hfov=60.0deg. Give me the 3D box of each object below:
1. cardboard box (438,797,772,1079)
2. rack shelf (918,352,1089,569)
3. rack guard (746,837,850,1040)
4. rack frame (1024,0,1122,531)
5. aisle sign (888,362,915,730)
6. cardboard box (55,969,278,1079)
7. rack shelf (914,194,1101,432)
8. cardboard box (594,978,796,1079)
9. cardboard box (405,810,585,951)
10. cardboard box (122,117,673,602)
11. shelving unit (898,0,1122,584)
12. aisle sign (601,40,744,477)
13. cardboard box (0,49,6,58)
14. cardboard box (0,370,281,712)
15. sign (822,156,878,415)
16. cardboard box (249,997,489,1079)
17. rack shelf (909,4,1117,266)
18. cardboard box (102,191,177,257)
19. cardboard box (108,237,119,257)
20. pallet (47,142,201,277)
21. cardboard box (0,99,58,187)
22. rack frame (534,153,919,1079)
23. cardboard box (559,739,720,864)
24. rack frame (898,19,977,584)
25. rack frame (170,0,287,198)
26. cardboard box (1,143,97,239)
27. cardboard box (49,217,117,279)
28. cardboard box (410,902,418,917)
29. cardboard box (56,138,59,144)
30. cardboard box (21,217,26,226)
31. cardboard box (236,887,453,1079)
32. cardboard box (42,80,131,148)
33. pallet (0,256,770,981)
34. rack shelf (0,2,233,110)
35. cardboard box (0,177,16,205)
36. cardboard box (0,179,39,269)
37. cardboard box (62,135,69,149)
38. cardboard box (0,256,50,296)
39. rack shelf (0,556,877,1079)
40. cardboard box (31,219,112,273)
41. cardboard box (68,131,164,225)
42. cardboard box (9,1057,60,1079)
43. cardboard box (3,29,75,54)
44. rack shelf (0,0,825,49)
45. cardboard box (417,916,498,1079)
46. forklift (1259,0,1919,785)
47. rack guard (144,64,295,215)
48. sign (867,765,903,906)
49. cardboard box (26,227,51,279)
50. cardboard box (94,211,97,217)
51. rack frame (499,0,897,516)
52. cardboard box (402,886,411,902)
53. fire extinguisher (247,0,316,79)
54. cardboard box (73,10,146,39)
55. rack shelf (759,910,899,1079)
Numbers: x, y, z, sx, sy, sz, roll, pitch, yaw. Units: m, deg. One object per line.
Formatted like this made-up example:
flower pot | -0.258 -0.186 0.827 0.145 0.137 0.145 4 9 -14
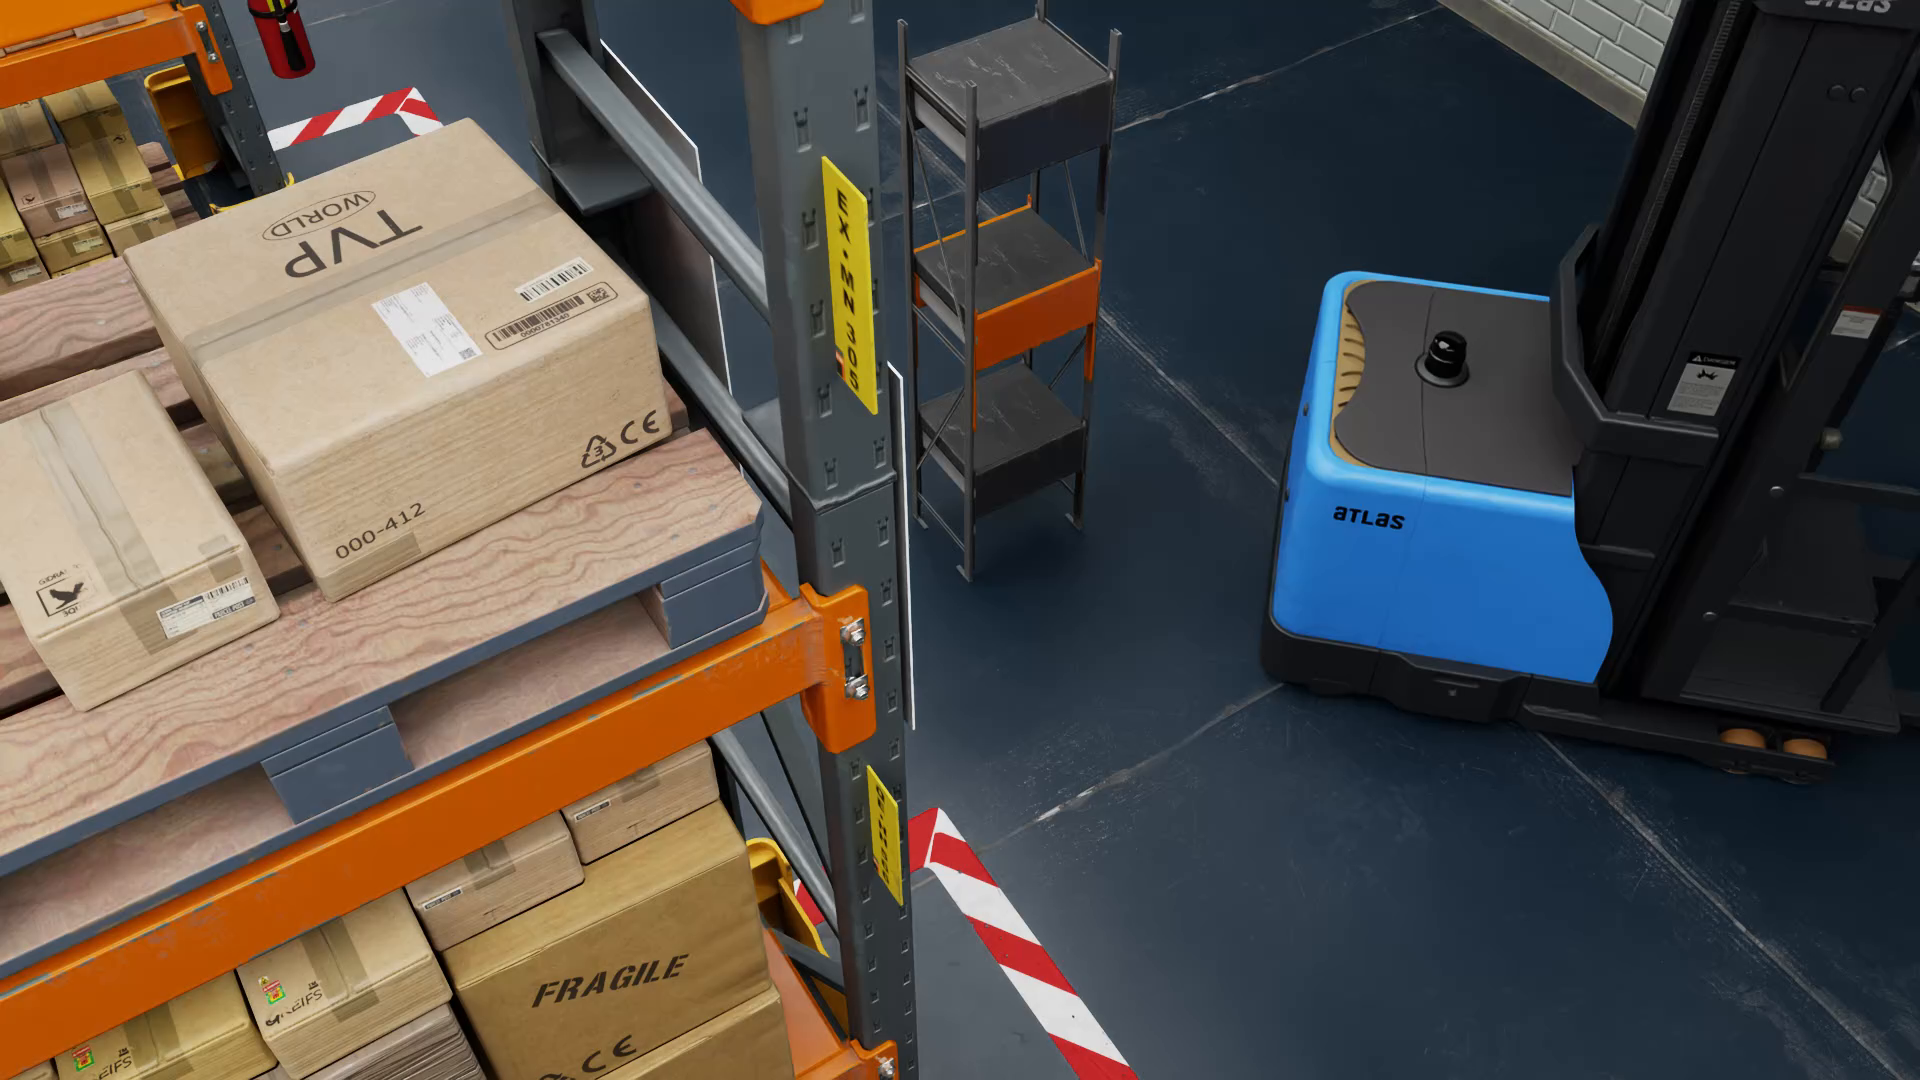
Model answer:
cardboard box | -0.688 0.601 2.969 0.500 0.500 0.500 -24 52 -20
rack shelf | 0.140 -0.290 6.058 0.480 0.518 0.431 -25 53 -21
rack guard | -0.387 1.446 4.627 0.348 0.500 1.175 -25 53 -21
rack frame | 0.346 -0.861 5.611 0.015 2.100 0.400 -25 53 -21
aisle sign | -0.181 -0.073 2.565 0.004 0.787 0.394 -25 53 -21
cardboard box | -1.214 0.659 2.483 0.250 0.149 0.380 -24 53 -20
rack shelf | 0.140 -0.755 5.535 0.480 0.518 0.431 -25 53 -21
cardboard box | -0.674 0.951 3.328 0.500 0.500 0.500 -25 53 -21
cardboard box | -0.806 0.429 2.688 0.250 0.149 0.380 -24 53 -20
cardboard box | -0.740 -0.260 2.216 0.500 0.250 0.500 -30 55 -24
shelving unit | 0.140 -0.764 5.525 0.503 2.100 0.431 -25 53 -21
aisle sign | -0.501 -0.452 2.903 0.004 0.787 0.394 -25 53 -21
cardboard box | -3.694 -1.885 6.088 0.250 0.149 0.380 -26 53 -21
cardboard box | -1.052 -0.008 2.060 0.250 0.149 0.380 -29 54 -23
sign | -0.130 -0.293 1.954 0.005 0.325 0.100 -25 53 -21
cardboard box | -1.115 0.828 2.767 0.500 0.500 0.500 -25 53 -21
rack shelf | 0.140 -1.221 5.012 0.480 0.518 0.431 -25 53 -21
cardboard box | -3.428 -1.361 6.882 0.250 0.149 0.380 -27 53 -22
cardboard box | -3.468 -1.312 7.037 0.250 0.149 0.380 -24 53 -20
pallet | -3.904 -1.202 7.179 1.213 0.211 1.003 -25 53 -21
cardboard box | -3.928 -1.671 6.959 0.250 0.149 0.380 -24 53 -20
rack frame | -0.407 0.625 3.685 0.127 3.000 1.000 -25 53 -21
cardboard box | -0.604 0.313 2.792 0.250 0.149 0.380 -25 53 -20
rack frame | -0.066 -0.667 5.438 0.015 2.100 0.400 -25 53 -21
rack frame | -3.134 -2.461 6.433 0.127 3.000 1.000 -25 53 -21
cardboard box | -3.690 -1.416 6.732 0.250 0.149 0.380 -24 53 -20
cardboard box | -3.632 -1.145 6.889 0.250 0.149 0.380 -24 52 -20
cardboard box | -1.380 0.821 3.444 0.500 0.500 0.500 -26 53 -21
cardboard box | -3.976 -1.632 7.123 0.250 0.149 0.380 -25 53 -21
cardboard box | -4.132 -1.387 7.104 0.250 0.149 0.380 -25 53 -20
cardboard box | -0.979 0.585 2.550 0.250 0.149 0.380 -26 53 -21
cardboard box | -3.759 -1.857 7.124 0.250 0.149 0.380 -27 54 -22
pallet | -1.029 -0.041 2.329 1.213 0.211 1.003 -25 53 -21
rack shelf | -4.826 -1.425 5.992 4.000 0.370 1.077 -25 53 -21
cardboard box | -4.136 -1.478 6.987 0.250 0.149 0.380 -25 53 -20
cardboard box | -3.841 -1.233 6.568 0.250 0.149 0.380 -26 53 -22
cardboard box | -3.714 -1.705 7.189 0.250 0.149 0.380 -23 52 -19
cardboard box | -3.867 -1.153 6.697 0.250 0.149 0.380 -27 54 -22
rack shelf | -2.099 0.663 2.124 4.000 0.370 1.077 -25 53 -21
cardboard box | -3.678 -1.291 6.820 0.250 0.149 0.380 -26 53 -22
cardboard box | -3.447 -1.480 6.789 0.250 0.149 0.380 -25 53 -20
cardboard box | -1.473 0.719 2.430 0.250 0.149 0.380 -26 53 -21
cardboard box | -3.490 -1.994 6.185 0.250 0.149 0.380 -25 53 -21
rack shelf | -2.099 -0.201 1.153 4.000 0.370 1.077 -25 53 -21
cardboard box | -1.107 1.141 3.158 0.500 0.500 0.500 -26 53 -22
forklift | 2.613 -0.600 4.822 3.031 2.935 1.130 9 49 8
rack guard | -3.198 -1.600 7.340 0.348 0.500 1.175 -25 53 -21
sign | -0.130 0.509 2.854 0.005 0.325 0.100 -25 53 -21
cardboard box | -3.901 -1.094 6.844 0.250 0.149 0.380 -25 53 -21
cardboard box | -3.926 -1.490 7.196 0.250 0.149 0.380 -25 53 -21
rack frame | -0.407 -1.370 1.445 0.127 3.000 1.000 -25 53 -21
cardboard box | -1.399 0.481 3.077 0.500 0.500 0.500 -27 54 -22
fire extinguisher | -2.675 -2.121 6.431 0.183 0.674 0.296 -25 53 -21
cardboard box | -3.259 -2.069 6.253 0.250 0.149 0.380 -25 53 -21
rack shelf | -2.099 1.661 3.244 4.000 0.370 1.077 -25 53 -21
